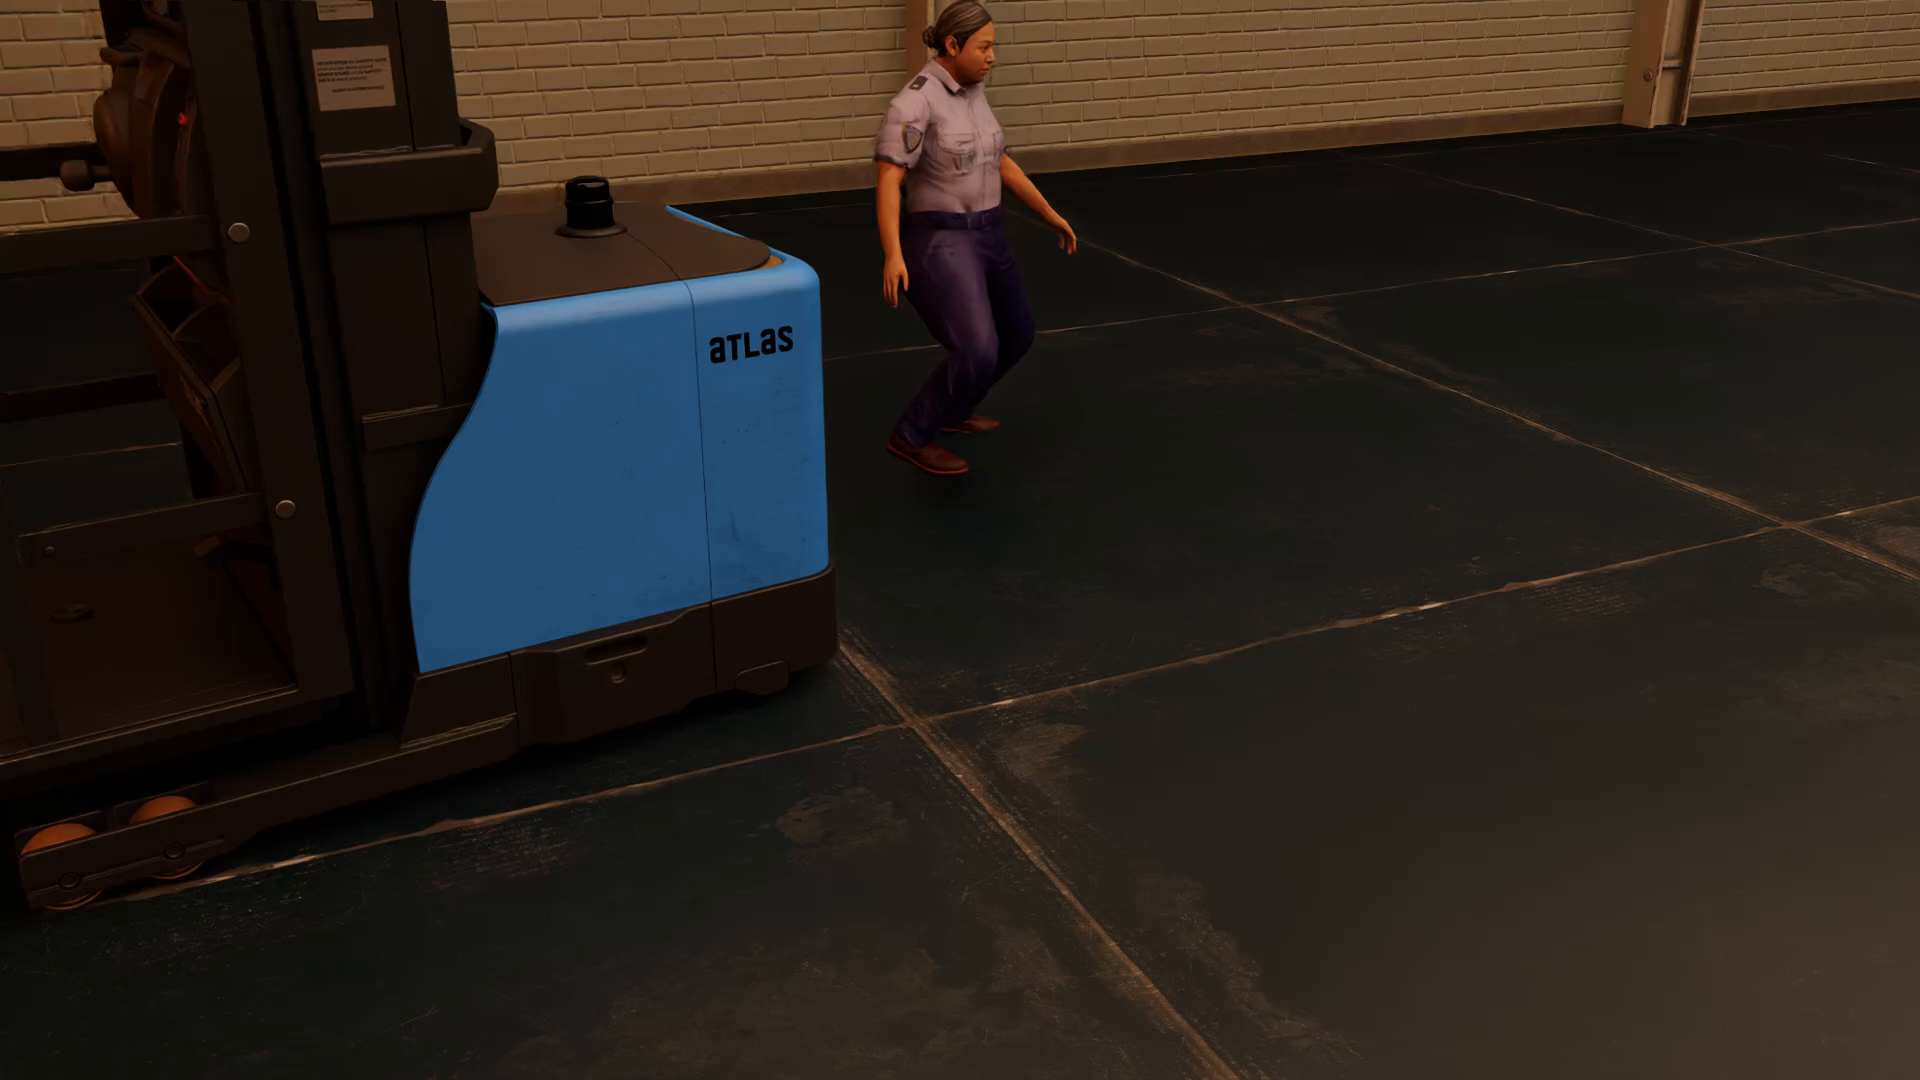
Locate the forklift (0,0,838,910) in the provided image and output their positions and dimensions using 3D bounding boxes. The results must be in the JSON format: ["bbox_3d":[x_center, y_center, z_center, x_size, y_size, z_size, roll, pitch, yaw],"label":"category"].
[{"bbox_3d":[-1.827,-0.845,3.321,3.031,2.935,1.130,-14,26,-30],"label":"forklift"}]

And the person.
[{"bbox_3d":[0.014,-0.966,5.479,0.626,1.543,0.878,14,27,31],"label":"person"}]
